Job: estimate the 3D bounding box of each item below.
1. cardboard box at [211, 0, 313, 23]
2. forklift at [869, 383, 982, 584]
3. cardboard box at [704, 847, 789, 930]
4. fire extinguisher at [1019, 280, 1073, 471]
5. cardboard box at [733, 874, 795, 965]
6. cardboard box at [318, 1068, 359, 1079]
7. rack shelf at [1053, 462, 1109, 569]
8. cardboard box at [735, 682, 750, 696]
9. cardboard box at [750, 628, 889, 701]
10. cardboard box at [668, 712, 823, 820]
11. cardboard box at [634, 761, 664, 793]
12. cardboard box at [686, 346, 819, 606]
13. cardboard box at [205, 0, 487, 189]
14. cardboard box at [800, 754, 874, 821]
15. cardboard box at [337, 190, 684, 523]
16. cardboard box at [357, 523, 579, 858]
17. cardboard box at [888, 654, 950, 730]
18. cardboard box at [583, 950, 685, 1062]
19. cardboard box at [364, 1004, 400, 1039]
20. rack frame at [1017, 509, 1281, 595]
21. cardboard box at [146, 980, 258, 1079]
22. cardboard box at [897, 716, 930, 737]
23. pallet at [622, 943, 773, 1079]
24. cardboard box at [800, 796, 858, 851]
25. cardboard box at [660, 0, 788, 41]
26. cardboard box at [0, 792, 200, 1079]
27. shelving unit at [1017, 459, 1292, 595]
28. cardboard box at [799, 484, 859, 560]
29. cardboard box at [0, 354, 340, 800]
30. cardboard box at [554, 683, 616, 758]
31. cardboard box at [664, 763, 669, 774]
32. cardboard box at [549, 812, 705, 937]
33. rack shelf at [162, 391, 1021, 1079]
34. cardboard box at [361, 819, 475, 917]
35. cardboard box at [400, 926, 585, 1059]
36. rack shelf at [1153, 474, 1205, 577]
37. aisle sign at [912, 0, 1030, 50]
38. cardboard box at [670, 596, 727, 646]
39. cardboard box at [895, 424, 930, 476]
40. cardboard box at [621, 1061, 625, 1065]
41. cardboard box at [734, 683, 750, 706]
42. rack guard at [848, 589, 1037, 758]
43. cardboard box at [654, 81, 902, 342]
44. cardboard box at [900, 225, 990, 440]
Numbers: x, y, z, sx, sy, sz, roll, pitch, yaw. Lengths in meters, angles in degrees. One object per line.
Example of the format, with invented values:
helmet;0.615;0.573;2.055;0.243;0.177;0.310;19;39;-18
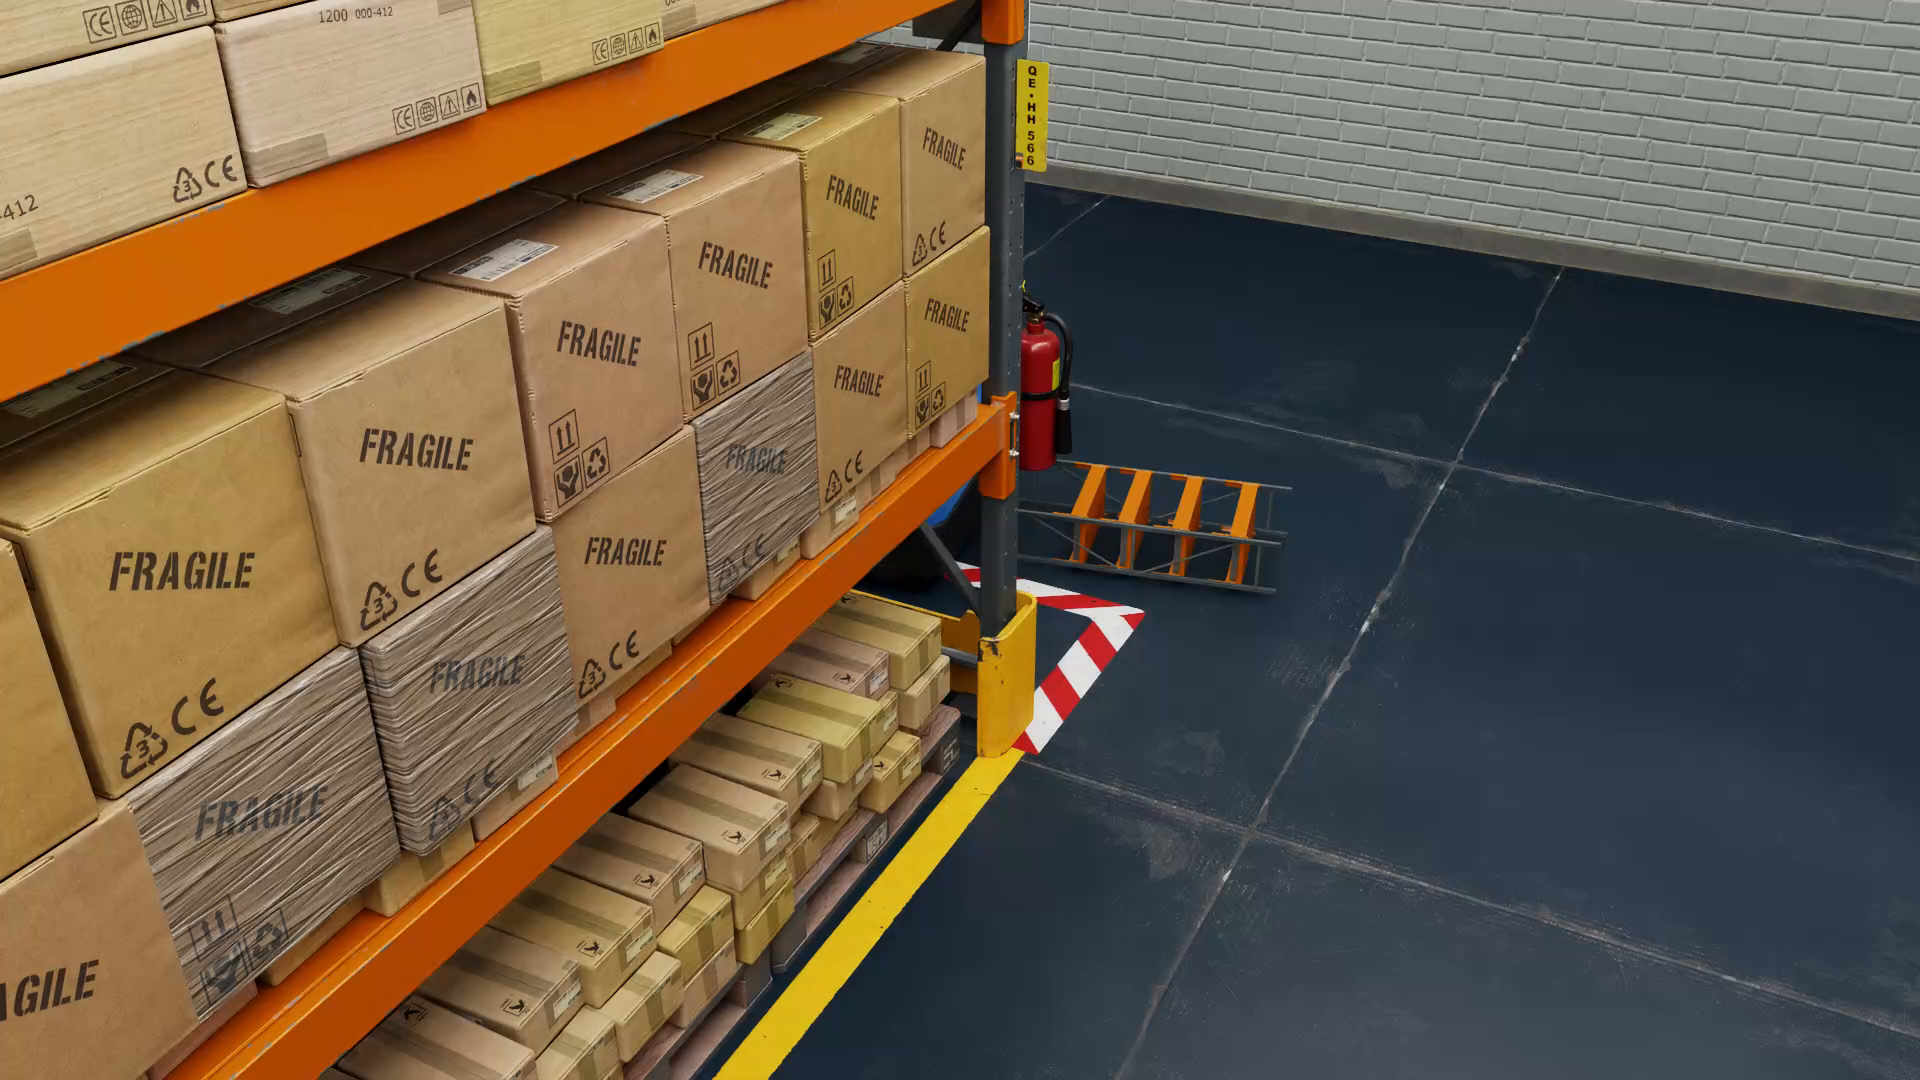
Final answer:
cardboard box;-1.187;-1.036;2.678;0.500;0.250;0.500;15;33;24
forklift;-1.371;-1.505;6.928;3.031;2.935;1.130;9;31;15
cardboard box;-0.716;0.929;4.762;0.380;0.149;0.250;15;33;24
fire extinguisher;0.255;-0.569;5.682;0.296;0.674;0.183;14;33;23
cardboard box;-0.710;1.051;4.848;0.380;0.149;0.250;13;32;21
cardboard box;-1.403;1.353;3.725;0.380;0.149;0.250;13;32;22
rack shelf;0.518;-0.111;7.148;0.148;0.258;0.480;8;31;13
cardboard box;-0.830;0.343;5.484;0.380;0.149;0.250;15;33;24
cardboard box;-0.452;0.429;5.335;0.380;0.149;0.250;15;33;24
cardboard box;-0.631;0.673;4.910;0.380;0.149;0.250;13;32;21
cardboard box;-1.159;0.668;5.217;0.380;0.149;0.250;15;33;25
cardboard box;-0.708;-0.218;4.219;0.500;0.500;0.500;14;33;23
cardboard box;-1.172;-0.816;2.798;0.500;0.250;0.500;16;33;25
cardboard box;-0.492;0.697;5.167;0.380;0.149;0.250;13;32;21
cardboard box;-0.955;-0.412;3.552;0.500;0.500;0.500;13;32;22
cardboard box;-1.162;0.245;3.413;0.500;0.500;0.500;14;33;22
cardboard box;-0.257;0.466;5.568;0.380;0.149;0.250;13;32;22
cardboard box;-0.951;1.167;4.348;0.380;0.149;0.250;15;33;24
cardboard box;-1.573;1.163;4.355;0.380;0.149;0.250;13;32;21
rack frame;0.712;0.041;6.884;1.200;0.240;0.015;8;31;13
cardboard box;-1.546;0.812;3.077;0.380;0.149;0.250;13;32;21
cardboard box;-0.325;0.577;5.674;0.380;0.149;0.250;15;33;24
pallet;-1.264;1.376;4.642;1.003;0.211;1.213;14;33;23
cardboard box;-0.549;0.812;5.266;0.380;0.149;0.250;14;33;23
cardboard box;-0.706;-1.287;3.618;0.500;0.250;0.500;16;33;25
cardboard box;-1.643;0.681;2.653;0.500;0.500;0.500;14;33;22
shelving unit;0.775;-0.077;7.088;1.200;0.258;0.503;8;31;13
cardboard box;-0.510;-0.105;4.674;0.380;0.149;0.250;15;33;25
cardboard box;-1.448;0.032;2.780;0.500;0.500;0.500;13;32;22
cardboard box;-1.035;0.349;3.883;0.380;0.149;0.250;16;33;25
cardboard box;-0.948;0.702;5.456;0.380;0.149;0.250;15;33;24
cardboard box;-0.923;0.896;4.520;0.380;0.149;0.250;13;32;22
rack shelf;-1.182;0.441;4.193;1.077;0.370;4.000;14;33;23
cardboard box;-1.244;0.596;3.453;0.380;0.149;0.250;15;33;24
cardboard box;-1.164;1.119;4.132;0.380;0.149;0.250;13;32;21
rack shelf;0.926;-0.057;7.053;0.148;0.258;0.480;8;31;13
aisle sign;0.030;-1.849;4.848;0.394;0.787;0.004;14;33;23
cardboard box;-0.833;0.111;4.297;0.380;0.149;0.250;13;32;21
cardboard box;-0.314;-0.338;5.079;0.380;0.149;0.250;14;33;23
cardboard box;-1.034;1.263;4.480;0.380;0.149;0.250;15;33;25
cardboard box;-0.913;0.450;5.596;0.380;0.149;0.250;14;33;23
rack guard;-0.305;0.360;6.121;1.175;0.500;0.348;14;33;23
cardboard box;-0.488;-0.880;4.367;0.500;0.500;0.500;13;32;22
cardboard box;-0.246;-0.672;5.010;0.500;0.500;0.500;15;33;24
